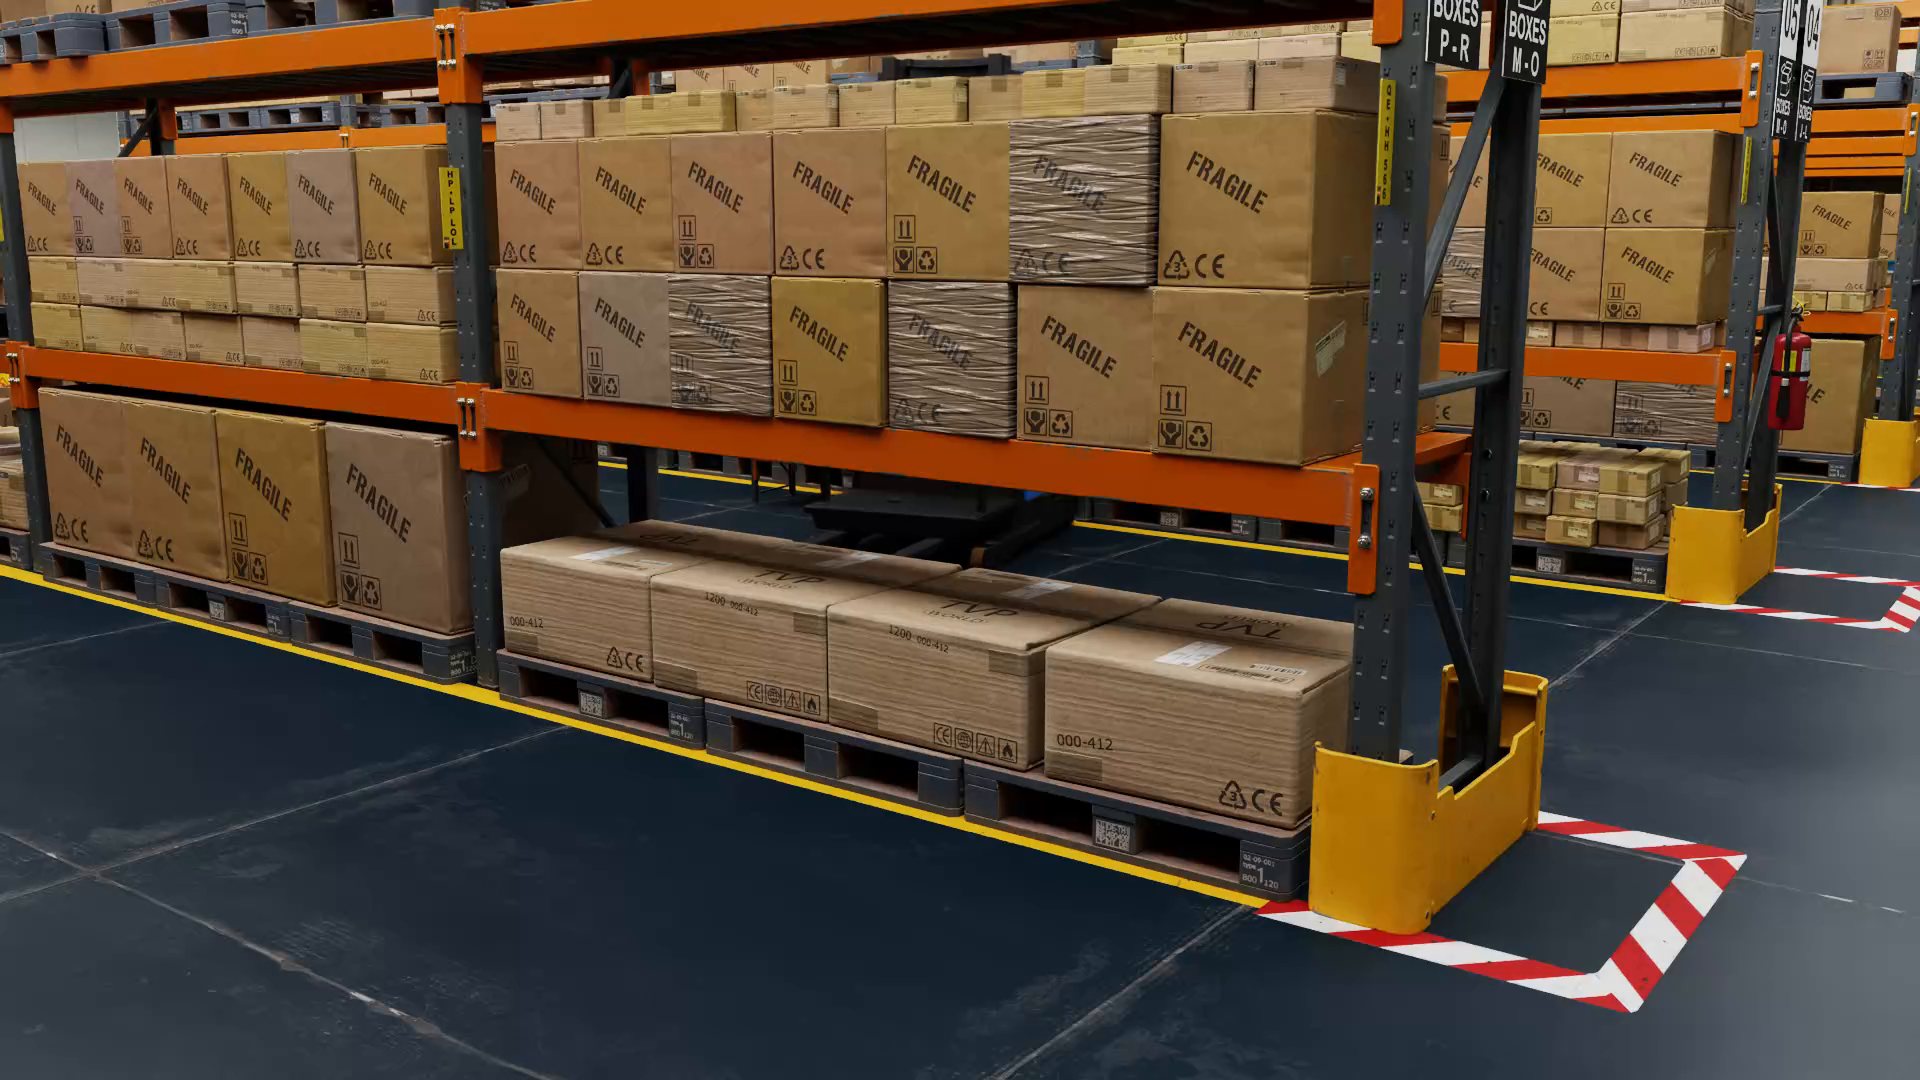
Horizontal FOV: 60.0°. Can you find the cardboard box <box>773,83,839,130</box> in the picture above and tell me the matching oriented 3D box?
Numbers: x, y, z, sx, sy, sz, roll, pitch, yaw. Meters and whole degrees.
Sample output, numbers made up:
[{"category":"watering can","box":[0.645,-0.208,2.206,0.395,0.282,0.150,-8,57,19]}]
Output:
[{"category":"cardboard box","box":[-0.439,-1.514,5.857,0.250,0.149,0.380,8,14,36]}]

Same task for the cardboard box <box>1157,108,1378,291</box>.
[{"category":"cardboard box","box":[0.938,-1.013,4.975,0.500,0.500,0.500,9,14,37]}]

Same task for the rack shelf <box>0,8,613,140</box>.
[{"category":"rack shelf","box":[-3.368,-2.250,8.258,4.000,0.370,1.077,8,13,36]}]

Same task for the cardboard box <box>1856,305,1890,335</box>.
[{"category":"cardboard box","box":[14.263,-3.462,26.000,0.500,0.500,0.700,8,14,37]}]

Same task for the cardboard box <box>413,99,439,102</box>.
[{"category":"cardboard box","box":[-4.692,-4.173,15.333,0.500,0.250,0.500,8,14,36]}]

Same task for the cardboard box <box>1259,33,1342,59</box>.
[{"category":"cardboard box","box":[2.127,-2.865,9.937,0.500,0.250,0.500,9,14,38]}]

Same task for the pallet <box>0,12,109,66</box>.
[{"category":"pallet","box":[-4.430,-2.671,9.037,1.003,0.211,1.213,9,14,38]}]

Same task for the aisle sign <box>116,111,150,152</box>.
[{"category":"aisle sign","box":[-8.814,-4.262,17.818,0.004,0.787,0.394,8,13,36]}]

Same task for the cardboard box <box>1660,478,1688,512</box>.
[{"category":"cardboard box","box":[4.046,-0.276,9.674,0.250,0.149,0.380,9,14,38]}]

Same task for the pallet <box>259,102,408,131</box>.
[{"category":"pallet","box":[-6.009,-4.097,16.144,1.213,0.211,1.003,8,13,36]}]

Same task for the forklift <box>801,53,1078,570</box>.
[{"category":"forklift","box":[-0.236,-1.328,9.677,1.130,2.935,3.031,4,12,22]}]

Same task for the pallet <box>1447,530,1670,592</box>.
[{"category":"pallet","box":[3.621,0.039,9.772,1.213,0.211,1.003,8,13,36]}]

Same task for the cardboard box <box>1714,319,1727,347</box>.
[{"category":"cardboard box","box":[4.249,-1.188,9.435,0.250,0.149,0.380,8,13,35]}]

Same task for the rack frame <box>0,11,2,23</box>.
[{"category":"rack frame","box":[-4.980,-4.300,9.067,0.127,3.000,1.000,8,13,36]}]

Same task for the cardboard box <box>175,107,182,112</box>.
[{"category":"cardboard box","box":[-7.881,-4.455,17.058,0.250,0.149,0.380,8,14,36]}]

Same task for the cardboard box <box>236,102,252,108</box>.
[{"category":"cardboard box","box":[-6.866,-4.313,16.324,0.250,0.149,0.380,8,13,35]}]

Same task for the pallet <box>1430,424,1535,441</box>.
[{"category":"pallet","box":[4.676,-0.956,14.915,1.213,0.211,1.003,8,13,36]}]

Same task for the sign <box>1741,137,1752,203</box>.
[{"category":"sign","box":[3.972,-1.866,8.396,0.005,0.325,0.100,8,13,36]}]

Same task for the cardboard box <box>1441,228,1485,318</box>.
[{"category":"cardboard box","box":[2.976,-1.545,9.573,0.500,0.500,0.500,8,14,36]}]

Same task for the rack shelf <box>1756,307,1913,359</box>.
[{"category":"rack shelf","box":[5.722,-1.844,14.060,4.000,0.370,1.077,8,13,36]}]

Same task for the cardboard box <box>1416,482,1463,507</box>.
[{"category":"cardboard box","box":[2.877,-0.307,9.838,0.250,0.149,0.380,8,14,36]}]

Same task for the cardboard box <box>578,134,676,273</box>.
[{"category":"cardboard box","box":[-1.112,-1.297,6.441,0.500,0.500,0.500,8,13,35]}]

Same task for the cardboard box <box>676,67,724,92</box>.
[{"category":"cardboard box","box":[-1.829,-3.541,12.775,0.500,0.500,0.500,8,13,36]}]

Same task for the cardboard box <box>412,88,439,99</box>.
[{"category":"cardboard box","box":[-4.667,-4.024,14.827,0.380,0.149,0.250,8,13,36]}]

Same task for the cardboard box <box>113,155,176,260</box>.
[{"category":"cardboard box","box":[-3.914,-1.687,8.458,0.500,0.500,0.500,8,14,37]}]

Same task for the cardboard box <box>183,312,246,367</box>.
[{"category":"cardboard box","box":[-3.491,-1.018,8.289,0.500,0.250,0.500,8,13,36]}]

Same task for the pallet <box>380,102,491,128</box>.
[{"category":"pallet","box":[-4.587,-3.857,15.176,1.217,0.209,0.805,7,13,33]}]

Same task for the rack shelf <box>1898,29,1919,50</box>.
[{"category":"rack shelf","box":[11.588,-6.304,21.328,4.000,0.370,1.077,8,13,36]}]

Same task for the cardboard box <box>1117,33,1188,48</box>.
[{"category":"cardboard box","box":[1.338,-3.228,10.500,0.500,0.250,0.500,9,14,37]}]

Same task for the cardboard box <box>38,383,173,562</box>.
[{"category":"cardboard box","box":[-4.473,-0.428,9.331,0.875,0.875,0.875,8,13,35]}]

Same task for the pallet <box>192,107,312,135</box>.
[{"category":"pallet","box":[-6.988,-4.234,16.854,1.213,0.211,1.003,8,13,36]}]

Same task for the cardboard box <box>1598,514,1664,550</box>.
[{"category":"cardboard box","box":[3.769,-0.059,9.335,0.250,0.149,0.380,8,14,36]}]

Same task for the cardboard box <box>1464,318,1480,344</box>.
[{"category":"cardboard box","box":[3.083,-1.214,9.567,0.250,0.149,0.380,7,13,33]}]

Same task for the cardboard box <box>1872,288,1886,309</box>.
[{"category":"cardboard box","box":[7.243,-1.940,13.321,0.250,0.149,0.380,8,14,36]}]

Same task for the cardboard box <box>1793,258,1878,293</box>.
[{"category":"cardboard box","box":[6.786,-2.059,12.887,0.500,0.250,0.500,8,13,35]}]

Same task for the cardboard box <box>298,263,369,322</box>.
[{"category":"cardboard box","box":[-2.663,-1.145,7.627,0.500,0.250,0.500,8,14,37]}]

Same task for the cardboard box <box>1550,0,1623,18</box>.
[{"category":"cardboard box","box":[3.382,-2.939,9.008,0.500,0.250,0.500,8,13,34]}]

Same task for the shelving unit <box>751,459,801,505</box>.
[{"category":"shelving unit","box":[-0.903,-0.797,11.687,1.048,1.125,0.538,6,13,29]}]

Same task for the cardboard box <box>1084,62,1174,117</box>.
[{"category":"cardboard box","box":[0.583,-1.365,5.083,0.250,0.149,0.380,8,13,35]}]

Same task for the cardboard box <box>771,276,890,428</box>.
[{"category":"cardboard box","box":[-0.317,-0.690,5.933,0.500,0.500,0.500,8,14,37]}]

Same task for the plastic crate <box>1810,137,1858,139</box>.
[{"category":"plastic crate","box":[9.197,-4.387,17.575,0.767,0.338,0.504,8,13,36]}]

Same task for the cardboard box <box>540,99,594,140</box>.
[{"category":"cardboard box","box":[-1.439,-1.662,6.621,0.250,0.149,0.380,8,14,36]}]

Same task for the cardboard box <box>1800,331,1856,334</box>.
[{"category":"cardboard box","box":[11.494,-2.719,22.099,0.637,0.503,0.797,8,13,36]}]

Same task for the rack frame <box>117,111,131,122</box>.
[{"category":"rack frame","box":[-8.580,-5.969,17.692,0.127,3.000,1.000,8,13,36]}]

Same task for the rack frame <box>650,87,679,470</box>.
[{"category":"rack frame","box":[-2.132,-2.124,13.612,0.127,3.000,1.000,8,13,36]}]

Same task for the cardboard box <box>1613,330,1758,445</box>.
[{"category":"cardboard box","box":[6.037,-1.298,13.829,0.875,0.875,0.875,8,13,36]}]

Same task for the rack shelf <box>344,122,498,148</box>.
[{"category":"rack shelf","box":[-3.744,-3.469,14.558,4.000,0.370,1.077,8,13,36]}]

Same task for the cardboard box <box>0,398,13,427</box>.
[{"category":"cardboard box","box":[-8.262,-0.907,13.898,0.500,0.500,0.500,-3,11,-13]}]

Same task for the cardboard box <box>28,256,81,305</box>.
[{"category":"cardboard box","box":[-4.718,-1.432,9.113,0.500,0.250,0.500,8,13,35]}]

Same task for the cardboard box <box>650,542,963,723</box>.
[{"category":"cardboard box","box":[-0.592,0.334,6.546,0.875,0.438,0.875,7,13,34]}]

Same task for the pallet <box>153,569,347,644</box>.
[{"category":"pallet","box":[-3.410,0.251,8.674,1.213,0.211,1.003,8,13,36]}]

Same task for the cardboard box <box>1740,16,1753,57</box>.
[{"category":"cardboard box","box":[4.106,-2.713,9.156,0.500,0.250,0.500,9,14,38]}]

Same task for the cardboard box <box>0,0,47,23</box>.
[{"category":"cardboard box","box":[-5.738,-2.985,9.901,0.500,0.500,0.700,8,13,36]}]

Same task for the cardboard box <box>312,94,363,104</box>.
[{"category":"cardboard box","box":[-5.839,-4.171,15.585,0.250,0.149,0.380,8,13,35]}]
